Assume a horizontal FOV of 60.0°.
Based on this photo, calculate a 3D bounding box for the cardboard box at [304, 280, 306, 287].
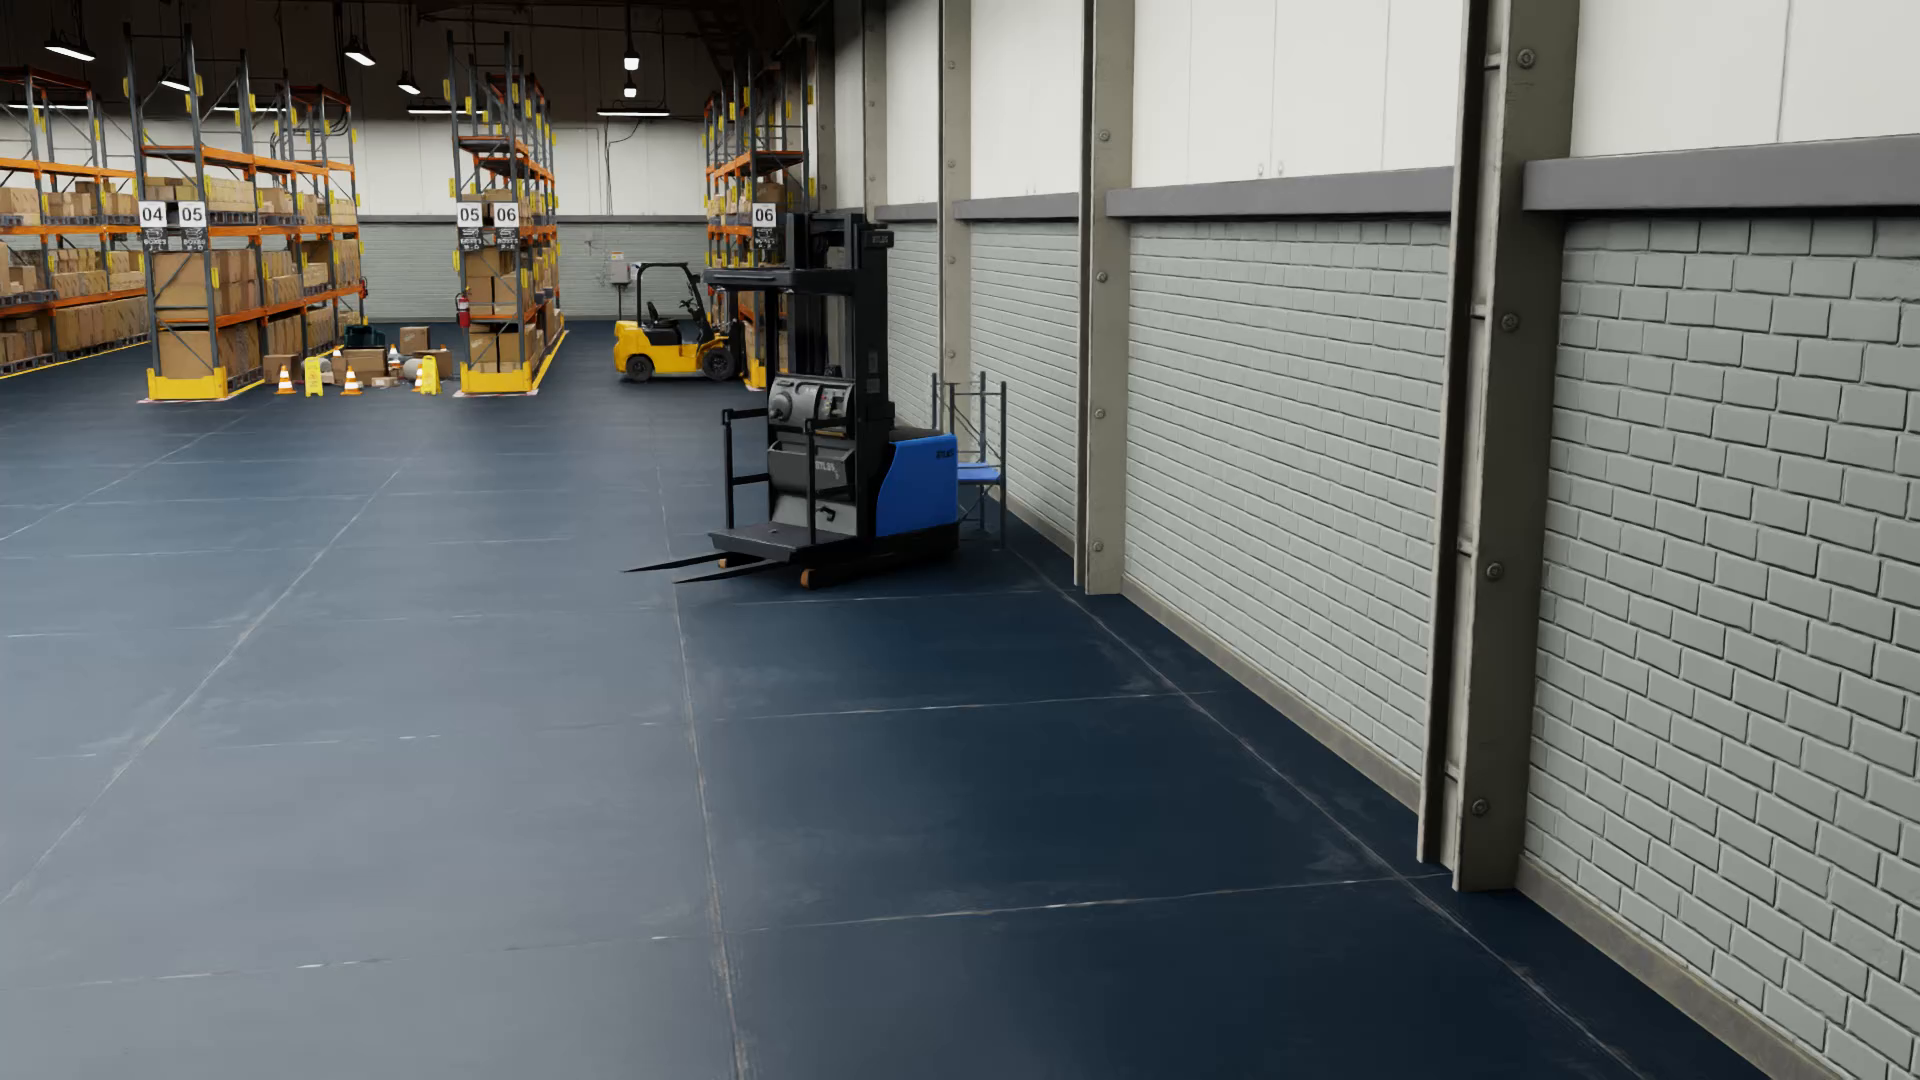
[{"bbox_3d":[-14.345,-5.537,35.869,0.380,0.149,0.250,-2,11,-8],"label":"cardboard box"}]

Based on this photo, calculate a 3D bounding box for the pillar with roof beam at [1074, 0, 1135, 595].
[{"bbox_3d":[-3.117,-3.878,11.557,9.100,9.000,0.400,-2,11,-11],"label":"pillar with roof beam"}]

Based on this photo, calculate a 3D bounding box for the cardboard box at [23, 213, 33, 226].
[{"bbox_3d":[-18.846,-6.385,33.153,0.500,0.250,0.500,-2,11,-11],"label":"cardboard box"}]

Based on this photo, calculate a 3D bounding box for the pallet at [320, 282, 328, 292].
[{"bbox_3d":[-15.176,-5.810,38.264,1.003,0.211,1.213,-2,11,-11],"label":"pallet"}]

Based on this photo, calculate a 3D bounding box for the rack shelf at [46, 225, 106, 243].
[{"bbox_3d":[-19.678,-6.641,36.020,1.077,0.370,4.000,-2,11,-11],"label":"rack shelf"}]

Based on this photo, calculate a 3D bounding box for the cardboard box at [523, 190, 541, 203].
[{"bbox_3d":[-8.617,-6.845,33.110,0.500,0.250,0.500,-2,11,-12],"label":"cardboard box"}]

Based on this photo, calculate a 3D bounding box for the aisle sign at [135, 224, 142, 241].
[{"bbox_3d":[-20.564,-7.922,41.898,0.394,0.787,0.004,-2,11,-11],"label":"aisle sign"}]

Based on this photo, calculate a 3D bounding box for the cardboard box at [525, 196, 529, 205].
[{"bbox_3d":[-8.246,-6.334,31.021,0.380,0.149,0.250,-2,11,-9],"label":"cardboard box"}]

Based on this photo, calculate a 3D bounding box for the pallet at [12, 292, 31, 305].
[{"bbox_3d":[-18.863,-4.698,32.424,1.003,0.211,1.213,-2,11,-11],"label":"pallet"}]

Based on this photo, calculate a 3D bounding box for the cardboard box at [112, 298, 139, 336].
[{"bbox_3d":[-20.291,-5.339,39.838,0.875,0.875,0.875,-2,11,-11],"label":"cardboard box"}]

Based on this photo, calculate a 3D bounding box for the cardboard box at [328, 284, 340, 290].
[{"bbox_3d":[-14.916,-5.990,39.369,0.380,0.149,0.250,-2,11,-9],"label":"cardboard box"}]

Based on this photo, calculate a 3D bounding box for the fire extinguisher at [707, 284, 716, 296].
[{"bbox_3d":[-6.738,-6.952,44.956,0.296,0.674,0.183,-2,11,-11],"label":"fire extinguisher"}]

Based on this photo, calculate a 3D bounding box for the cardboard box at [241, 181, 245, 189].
[{"bbox_3d":[-13.096,-6.386,29.903,0.380,0.149,0.250,-2,11,-10],"label":"cardboard box"}]

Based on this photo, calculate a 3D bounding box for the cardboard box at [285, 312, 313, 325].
[{"bbox_3d":[-14.300,-4.798,35.991,0.500,0.250,0.500,-3,11,-14],"label":"cardboard box"}]

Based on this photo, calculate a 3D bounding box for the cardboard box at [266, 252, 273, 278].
[{"bbox_3d":[-13.928,-5.400,32.658,0.700,0.500,0.500,-2,11,-11],"label":"cardboard box"}]

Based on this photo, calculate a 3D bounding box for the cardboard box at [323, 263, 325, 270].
[{"bbox_3d":[-14.859,-6.309,38.331,0.380,0.149,0.250,-2,11,-13],"label":"cardboard box"}]

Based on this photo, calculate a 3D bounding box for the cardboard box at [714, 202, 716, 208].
[{"bbox_3d":[-5.644,-7.969,39.562,0.380,0.149,0.250,-2,11,-12],"label":"cardboard box"}]

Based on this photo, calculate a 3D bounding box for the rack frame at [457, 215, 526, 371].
[{"bbox_3d":[-8.012,-4.047,28.490,1.000,3.000,0.127,-2,11,-11],"label":"rack frame"}]

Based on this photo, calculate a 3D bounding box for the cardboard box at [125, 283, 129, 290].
[{"bbox_3d":[-20.004,-6.022,39.539,0.380,0.149,0.250,-2,11,-12],"label":"cardboard box"}]

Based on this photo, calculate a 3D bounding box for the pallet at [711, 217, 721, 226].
[{"bbox_3d":[-5.215,-7.498,39.102,1.213,0.211,1.003,-2,11,-11],"label":"pallet"}]

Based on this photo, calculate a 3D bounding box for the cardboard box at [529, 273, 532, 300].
[{"bbox_3d":[-8.247,-4.714,30.933,0.500,0.500,0.500,-2,11,-9],"label":"cardboard box"}]

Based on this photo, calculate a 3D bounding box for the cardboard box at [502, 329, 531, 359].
[{"bbox_3d":[-8.009,-3.529,29.994,0.500,0.500,0.500,-3,11,-13],"label":"cardboard box"}]

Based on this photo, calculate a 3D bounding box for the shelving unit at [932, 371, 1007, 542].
[{"bbox_3d":[0.070,-0.729,15.069,0.538,1.500,1.039,-2,11,-9],"label":"shelving unit"}]

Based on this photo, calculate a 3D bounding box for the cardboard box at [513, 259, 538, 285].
[{"bbox_3d":[-8.600,-5.279,32.775,0.500,0.500,0.500,-2,11,-10],"label":"cardboard box"}]

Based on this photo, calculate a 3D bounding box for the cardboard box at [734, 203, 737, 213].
[{"bbox_3d":[-4.301,-6.771,33.627,0.500,0.311,0.500,-2,11,-13],"label":"cardboard box"}]

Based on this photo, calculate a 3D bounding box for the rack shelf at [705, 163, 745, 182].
[{"bbox_3d":[-5.867,-9.388,42.439,1.077,0.370,4.000,-2,11,-11],"label":"rack shelf"}]

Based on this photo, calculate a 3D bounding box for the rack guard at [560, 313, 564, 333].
[{"bbox_3d":[-11.128,-5.758,44.165,1.175,0.500,0.348,-2,11,-11],"label":"rack guard"}]

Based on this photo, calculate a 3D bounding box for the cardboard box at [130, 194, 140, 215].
[{"bbox_3d":[-20.691,-8.306,41.185,0.700,0.500,0.500,-3,11,-14],"label":"cardboard box"}]

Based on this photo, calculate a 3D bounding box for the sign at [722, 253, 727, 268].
[{"bbox_3d":[-5.230,-6.204,36.938,0.100,0.325,0.005,-2,11,-11],"label":"sign"}]

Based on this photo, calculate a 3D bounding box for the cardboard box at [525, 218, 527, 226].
[{"bbox_3d":[-8.243,-5.895,30.848,0.380,0.149,0.250,-2,11,-9],"label":"cardboard box"}]

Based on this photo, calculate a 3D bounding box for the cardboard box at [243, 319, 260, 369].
[{"bbox_3d":[-13.572,-3.627,30.842,0.875,0.875,0.875,-2,11,-10],"label":"cardboard box"}]

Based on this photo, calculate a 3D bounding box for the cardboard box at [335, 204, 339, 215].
[{"bbox_3d":[-15.132,-7.883,39.688,0.500,0.250,0.500,-2,11,-11],"label":"cardboard box"}]

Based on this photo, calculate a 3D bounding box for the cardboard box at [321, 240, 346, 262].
[{"bbox_3d":[-15.214,-7.015,40.349,0.500,0.500,0.500,-2,11,-10],"label":"cardboard box"}]

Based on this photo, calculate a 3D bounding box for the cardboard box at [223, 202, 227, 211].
[{"bbox_3d":[-12.797,-5.714,28.506,0.380,0.149,0.250,-2,11,-11],"label":"cardboard box"}]

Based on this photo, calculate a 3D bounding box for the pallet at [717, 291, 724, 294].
[{"bbox_3d":[-4.900,-5.723,37.809,1.213,0.211,1.003,-2,11,-11],"label":"pallet"}]

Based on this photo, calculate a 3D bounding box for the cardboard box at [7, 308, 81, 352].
[{"bbox_3d":[-19.402,-4.444,35.134,1.225,0.875,0.875,-3,11,-14],"label":"cardboard box"}]

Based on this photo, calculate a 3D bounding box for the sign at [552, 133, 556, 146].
[{"bbox_3d":[-10.589,-10.444,43.342,0.100,0.325,0.005,-2,11,-11],"label":"sign"}]

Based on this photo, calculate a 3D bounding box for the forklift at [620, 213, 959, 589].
[{"bbox_3d":[-1.366,-1.155,13.479,1.130,2.935,3.031,10,14,41],"label":"forklift"}]

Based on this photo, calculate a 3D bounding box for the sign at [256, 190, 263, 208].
[{"bbox_3d":[-13.082,-6.369,31.073,0.100,0.325,0.005,-2,11,-11],"label":"sign"}]

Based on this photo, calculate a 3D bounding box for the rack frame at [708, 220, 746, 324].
[{"bbox_3d":[-6.256,-7.163,44.860,1.000,3.000,0.127,-2,11,-11],"label":"rack frame"}]

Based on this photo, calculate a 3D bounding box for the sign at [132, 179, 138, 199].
[{"bbox_3d":[-13.383,-5.701,27.001,0.100,0.325,0.005,-2,11,-11],"label":"sign"}]

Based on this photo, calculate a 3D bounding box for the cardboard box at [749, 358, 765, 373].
[{"bbox_3d":[-3.545,-3.158,30.053,0.500,0.250,0.500,-2,11,-11],"label":"cardboard box"}]

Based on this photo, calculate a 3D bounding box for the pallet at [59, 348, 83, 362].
[{"bbox_3d":[-19.368,-3.931,35.341,1.003,0.211,1.213,-2,11,-11],"label":"pallet"}]

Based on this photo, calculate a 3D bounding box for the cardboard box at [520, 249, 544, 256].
[{"bbox_3d":[-9.424,-6.154,36.618,0.500,0.500,0.500,-2,11,-13],"label":"cardboard box"}]

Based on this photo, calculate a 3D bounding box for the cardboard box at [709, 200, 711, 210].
[{"bbox_3d":[-6.224,-8.678,43.068,0.500,0.250,0.500,-2,11,-12],"label":"cardboard box"}]

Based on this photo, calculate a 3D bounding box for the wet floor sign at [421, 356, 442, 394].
[{"bbox_3d":[-9.024,-2.817,28.323,0.267,0.644,0.232,2,11,9],"label":"wet floor sign"}]

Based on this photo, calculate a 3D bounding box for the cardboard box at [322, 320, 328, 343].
[{"bbox_3d":[-14.596,-4.713,37.550,0.500,0.500,0.500,-2,11,-12],"label":"cardboard box"}]

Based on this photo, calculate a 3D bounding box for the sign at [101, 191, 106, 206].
[{"bbox_3d":[-19.536,-7.791,37.915,0.100,0.325,0.005,-2,11,-11],"label":"sign"}]

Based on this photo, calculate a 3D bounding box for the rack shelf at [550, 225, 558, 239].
[{"bbox_3d":[-10.735,-7.735,41.768,1.077,0.370,4.000,-2,11,-11],"label":"rack shelf"}]

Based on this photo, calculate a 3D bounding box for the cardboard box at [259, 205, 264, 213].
[{"bbox_3d":[-13.584,-6.387,32.043,0.250,0.149,0.380,-2,11,-11],"label":"cardboard box"}]

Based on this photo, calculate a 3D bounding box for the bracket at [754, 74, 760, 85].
[{"bbox_3d":[-4.996,-11.216,40.484,0.235,0.232,0.430,-2,11,-11],"label":"bracket"}]
